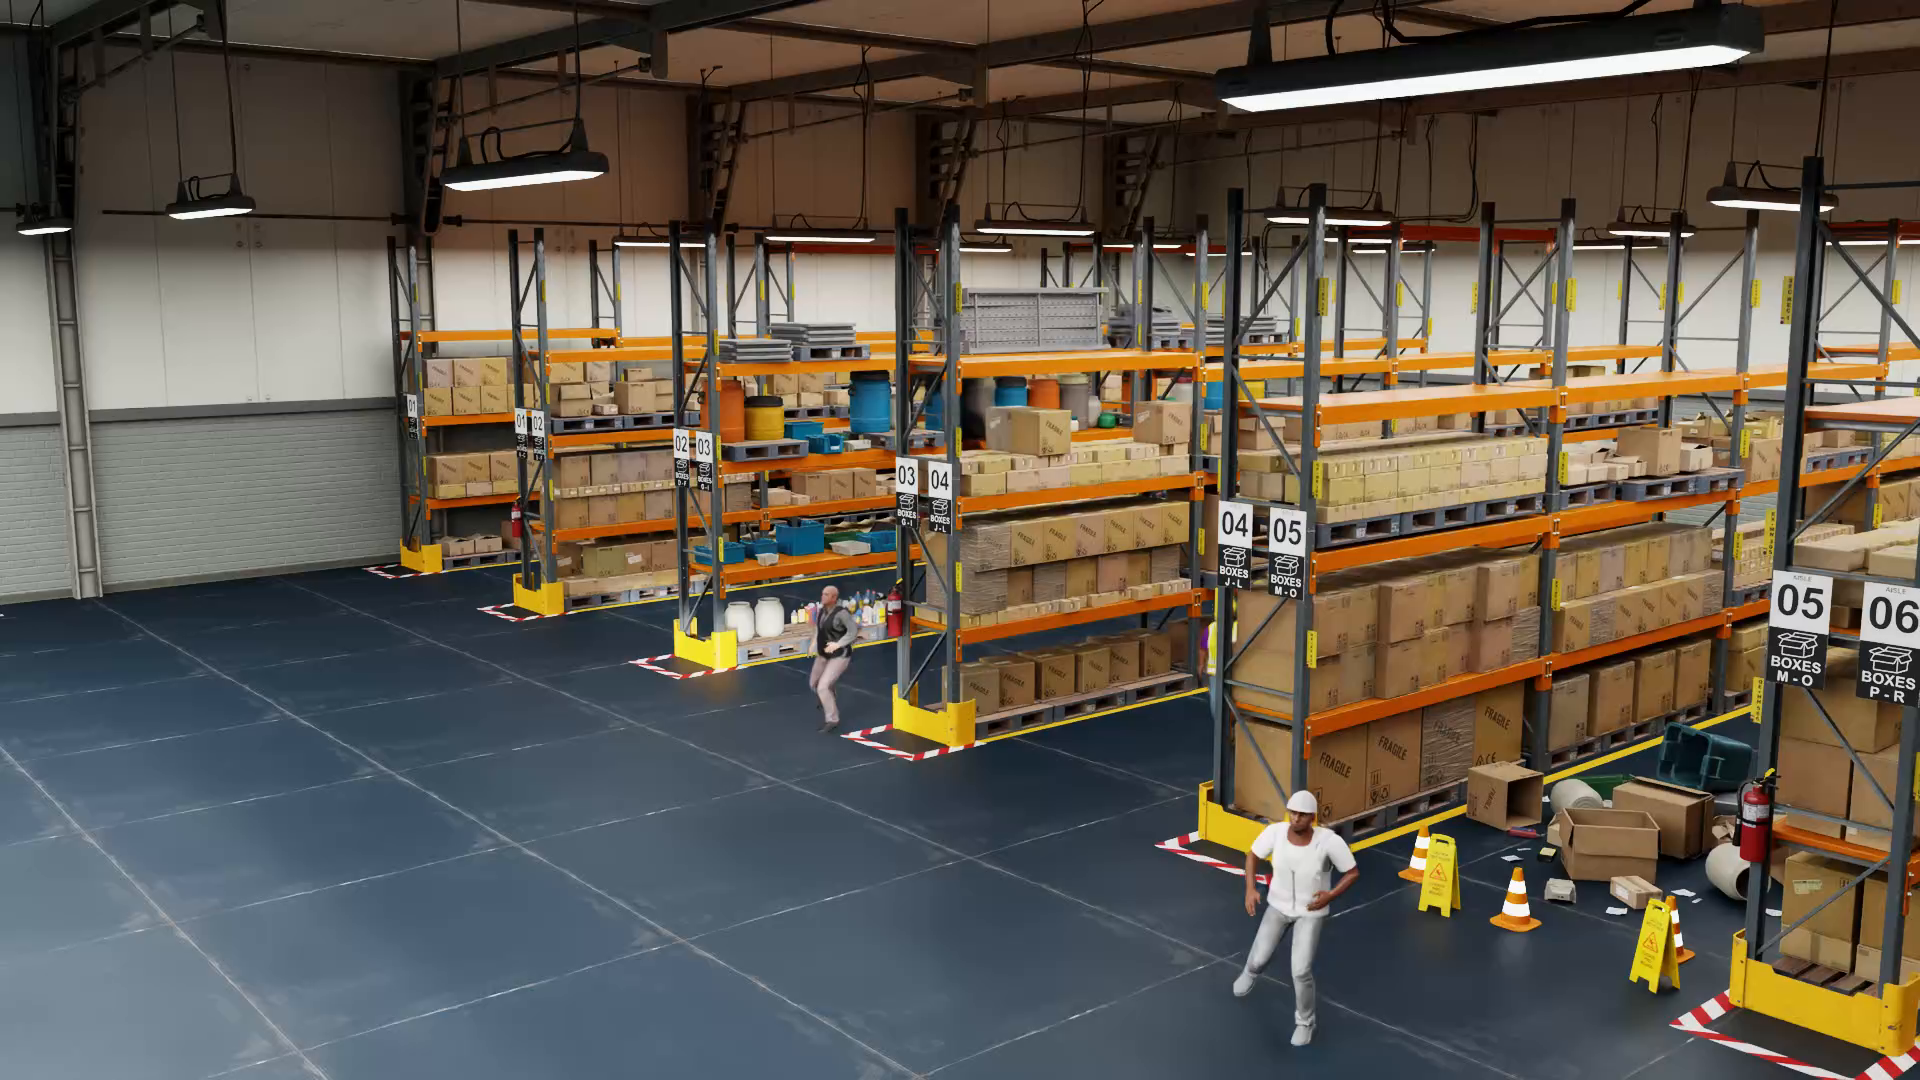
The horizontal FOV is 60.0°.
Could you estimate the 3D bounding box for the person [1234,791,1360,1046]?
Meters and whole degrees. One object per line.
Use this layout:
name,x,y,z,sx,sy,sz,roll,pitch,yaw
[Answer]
person,2.324,2.577,11.596,0.887,1.760,0.663,4,9,22

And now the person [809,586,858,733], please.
person,-1.514,1.371,19.542,0.864,1.721,0.674,9,12,44

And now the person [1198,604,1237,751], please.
person,2.931,1.502,18.407,0.706,1.720,0.526,6,11,33
